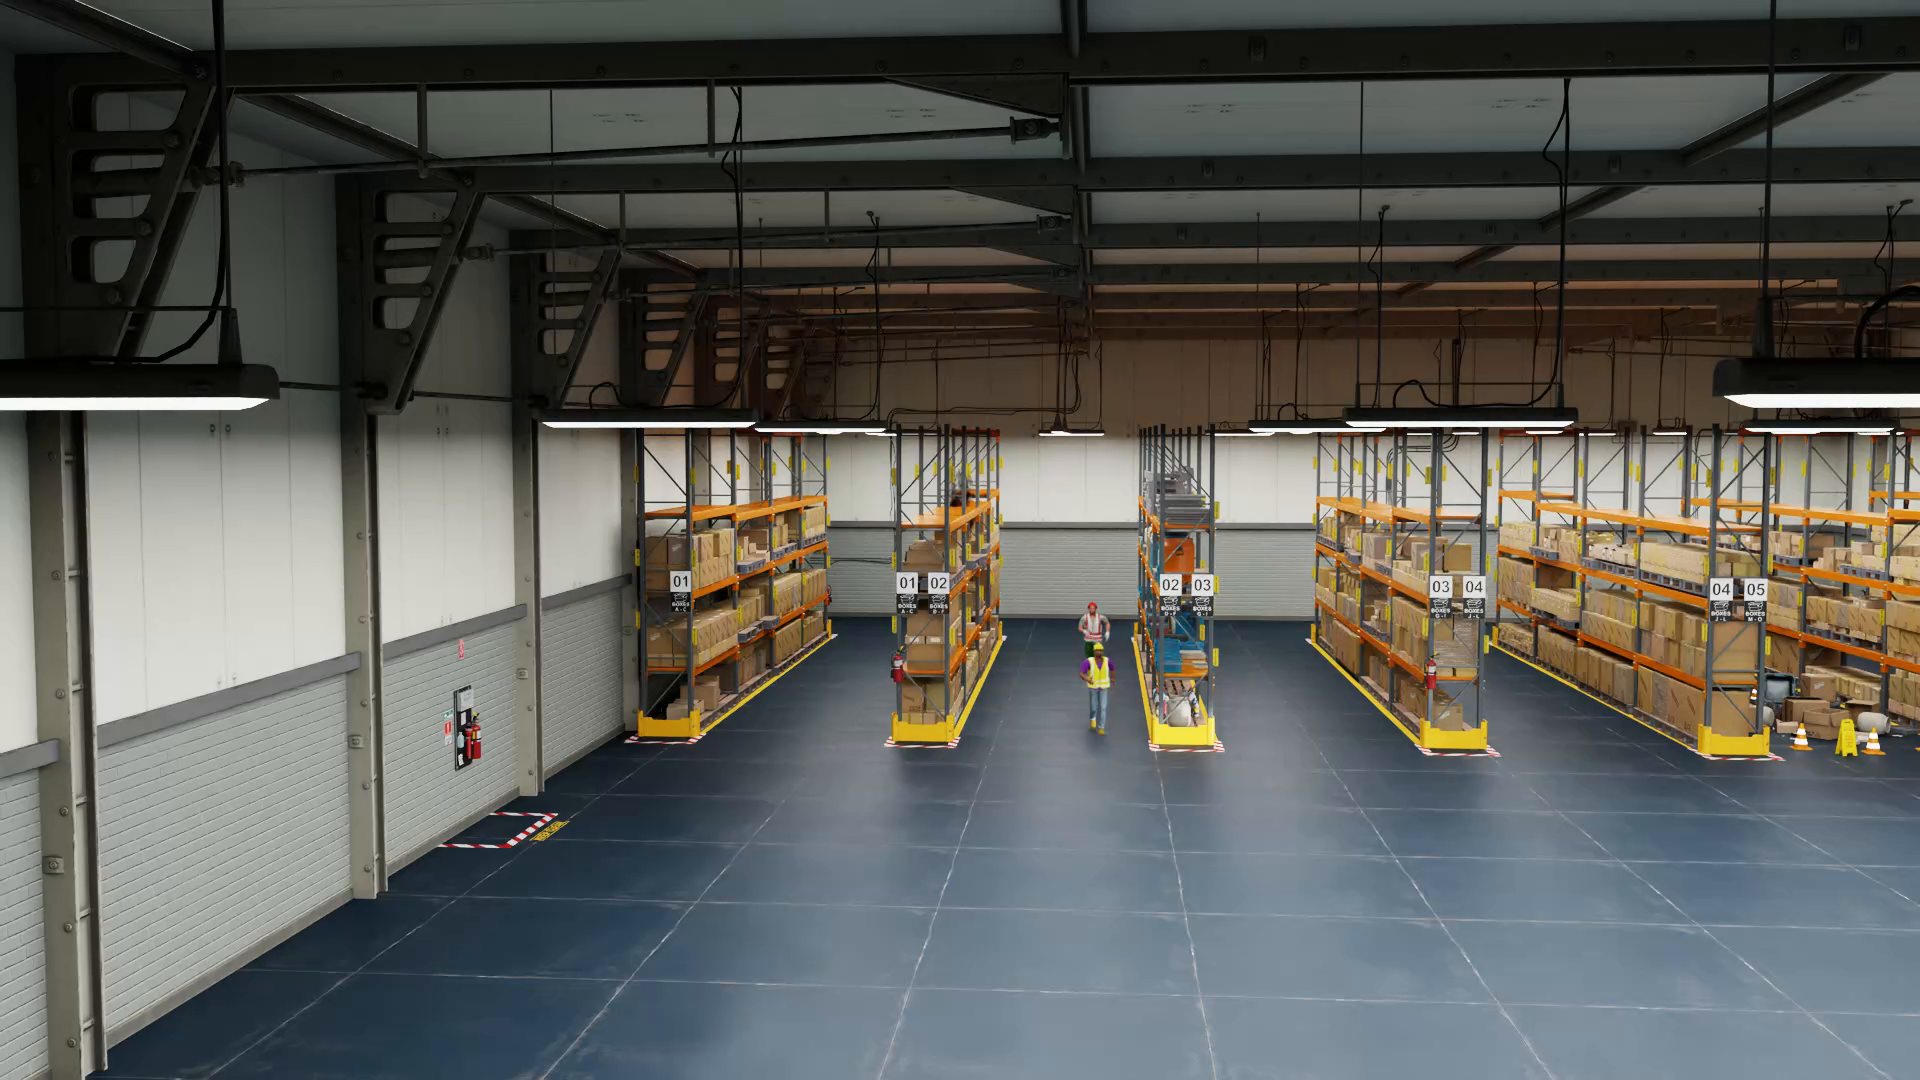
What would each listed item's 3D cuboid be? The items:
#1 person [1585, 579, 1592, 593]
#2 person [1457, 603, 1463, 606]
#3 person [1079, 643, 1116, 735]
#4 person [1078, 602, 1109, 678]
[{"bbox_3d":[17.740,1.995,47.189,0.734,1.777,0.639,0,3,0],"label":"person"},{"bbox_3d":[13.851,2.069,46.319,0.693,1.642,0.881,2,4,35],"label":"person"},{"bbox_3d":[2.688,2.878,32.350,0.730,1.747,0.758,0,3,-4],"label":"person"},{"bbox_3d":[2.970,2.321,36.998,0.687,1.900,0.724,0,4,8],"label":"person"}]
